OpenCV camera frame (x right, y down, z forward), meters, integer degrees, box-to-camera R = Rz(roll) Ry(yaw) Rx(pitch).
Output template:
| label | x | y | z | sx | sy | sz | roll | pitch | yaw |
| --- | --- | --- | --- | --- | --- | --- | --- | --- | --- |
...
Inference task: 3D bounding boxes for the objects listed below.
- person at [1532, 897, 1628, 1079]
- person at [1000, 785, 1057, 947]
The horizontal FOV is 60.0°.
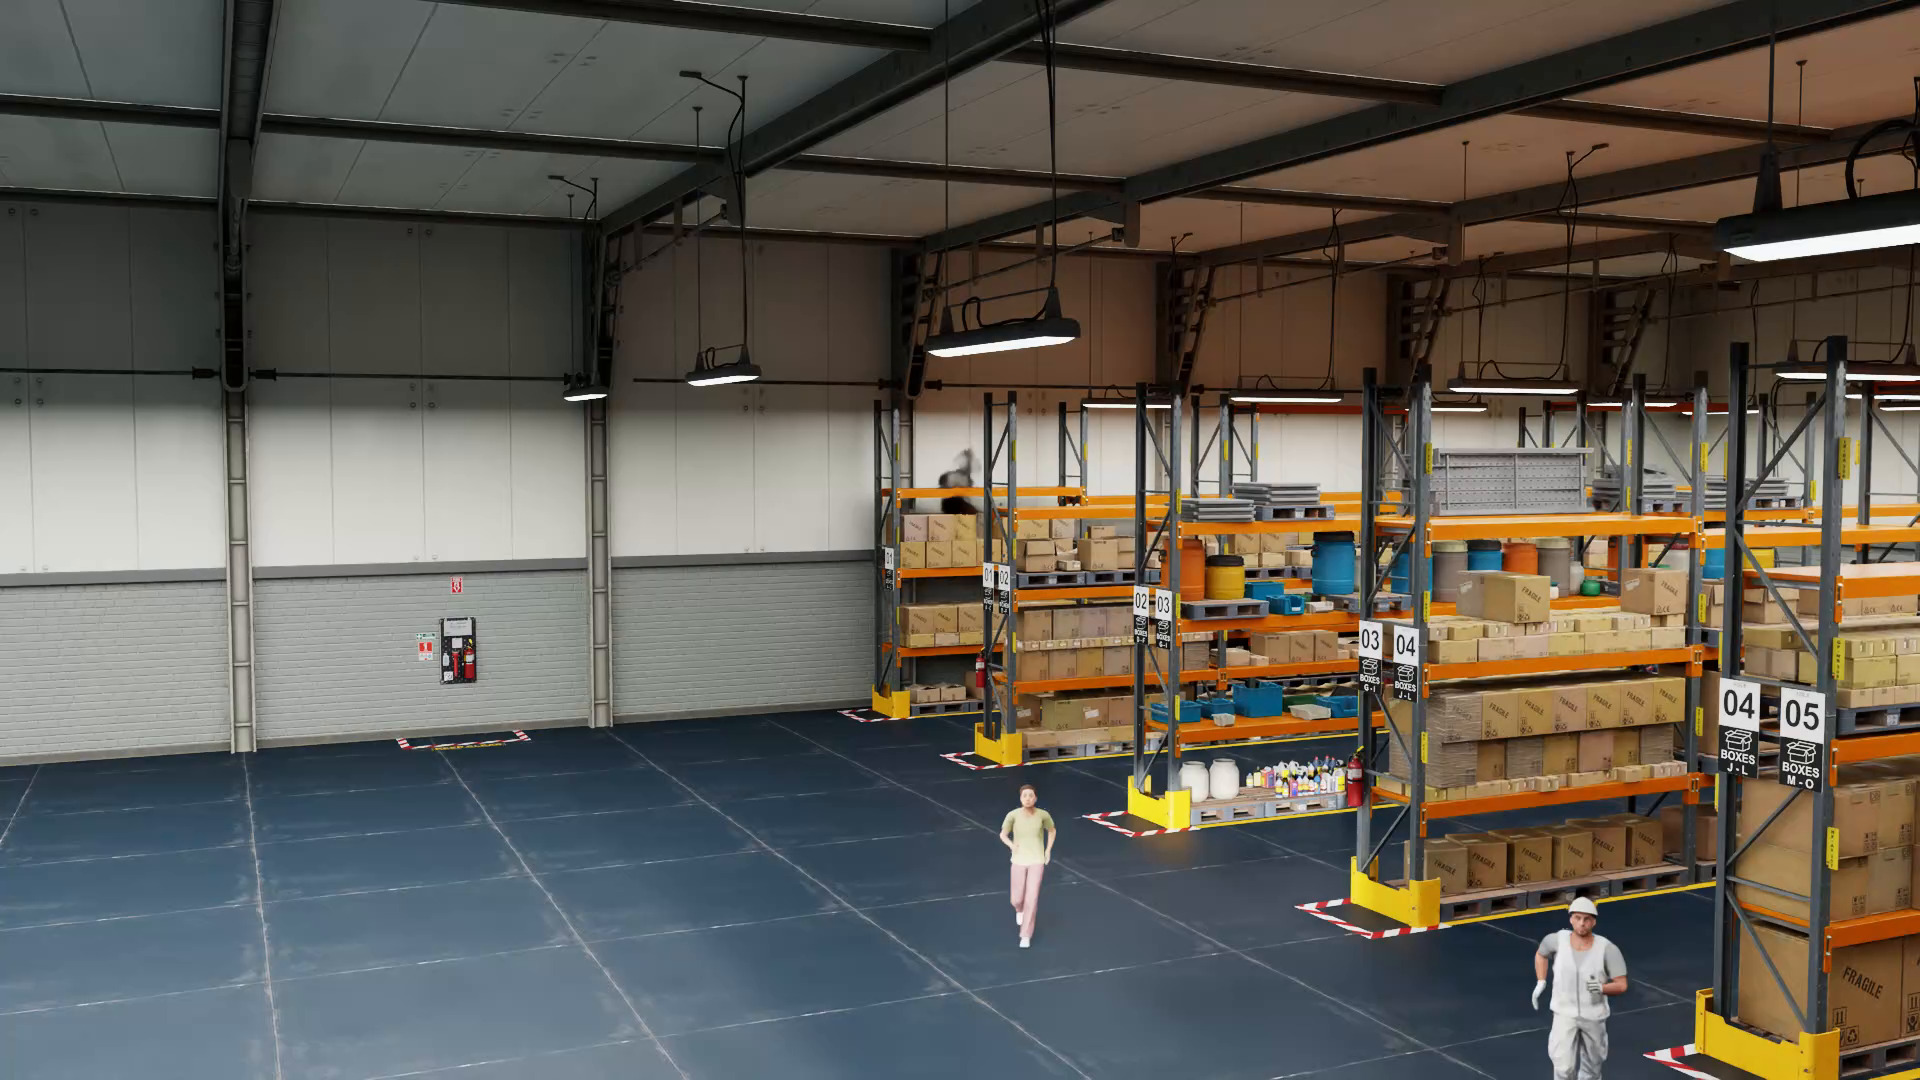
| label | x | y | z | sx | sy | sz | roll | pitch | yaw |
| --- | --- | --- | --- | --- | --- | --- | --- | --- | --- |
| person | 4.561 | 3.537 | 12.264 | 0.652 | 1.832 | 0.859 | 1 | 4 | 20 |
| person | 0.708 | 3.338 | 17.255 | 0.583 | 1.634 | 0.701 | 0 | 3 | 4 |
